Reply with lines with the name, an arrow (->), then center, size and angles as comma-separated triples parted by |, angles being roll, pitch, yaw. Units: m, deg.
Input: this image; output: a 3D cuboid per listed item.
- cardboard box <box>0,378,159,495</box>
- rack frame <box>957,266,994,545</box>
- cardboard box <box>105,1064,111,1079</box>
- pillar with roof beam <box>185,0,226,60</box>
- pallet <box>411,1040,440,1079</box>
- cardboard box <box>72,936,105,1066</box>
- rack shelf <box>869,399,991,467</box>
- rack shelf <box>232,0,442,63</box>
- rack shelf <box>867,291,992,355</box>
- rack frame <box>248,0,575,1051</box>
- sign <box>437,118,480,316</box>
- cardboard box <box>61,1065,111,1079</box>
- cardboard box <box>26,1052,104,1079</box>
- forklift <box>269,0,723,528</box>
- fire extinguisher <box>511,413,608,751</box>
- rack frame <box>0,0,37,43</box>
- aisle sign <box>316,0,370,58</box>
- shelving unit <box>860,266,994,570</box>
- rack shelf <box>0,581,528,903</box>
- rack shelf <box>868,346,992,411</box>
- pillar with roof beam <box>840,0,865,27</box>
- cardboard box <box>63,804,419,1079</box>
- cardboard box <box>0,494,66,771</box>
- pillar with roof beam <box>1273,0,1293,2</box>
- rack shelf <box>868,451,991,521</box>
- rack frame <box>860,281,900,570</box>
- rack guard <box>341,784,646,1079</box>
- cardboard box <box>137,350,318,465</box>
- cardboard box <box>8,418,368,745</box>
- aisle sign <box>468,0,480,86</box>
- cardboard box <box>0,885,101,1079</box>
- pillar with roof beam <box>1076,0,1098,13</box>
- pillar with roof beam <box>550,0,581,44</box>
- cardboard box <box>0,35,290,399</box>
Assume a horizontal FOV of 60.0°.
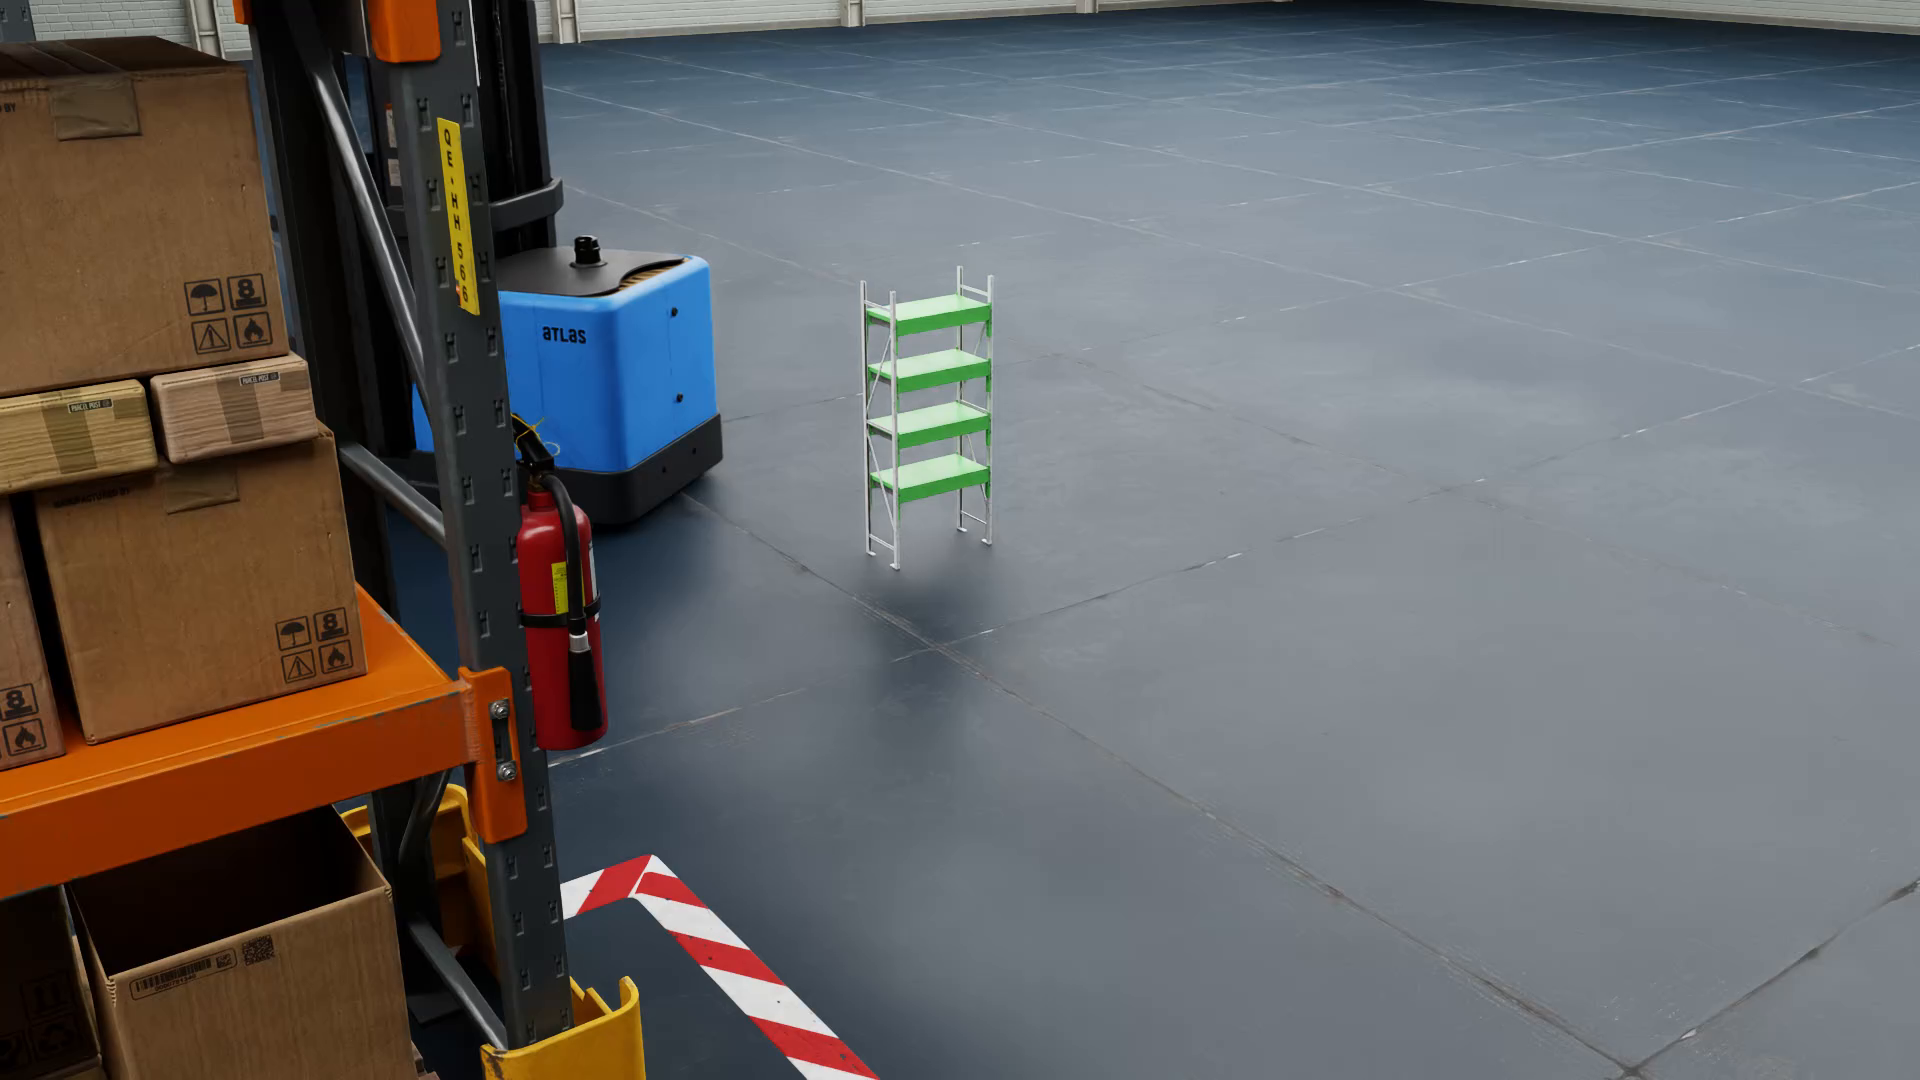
cardboard box -> -1.578, -0.222, 2.896 | 0.250, 0.149, 0.380 | -14, 26, -32
rack frame -> 0.064, -0.574, 7.217 | 0.015, 1.200, 0.240 | -15, 26, -33
cardboard box -> -1.430, 1.215, 3.447 | 0.500, 0.250, 0.500 | -15, 26, -33
pillar with roof beam -> -9.346, -10.437, 21.410 | 0.400, 9.000, 9.100 | -15, 26, -33
pallet -> -1.764, 1.401, 3.599 | 1.213, 0.211, 1.003 | -15, 26, -33
cardboard box -> -1.733, 1.059, 3.838 | 0.500, 0.250, 0.500 | -15, 26, -33
rack shelf -> -0.134, -0.462, 7.108 | 0.480, 0.148, 0.258 | -15, 26, -33
rack shelf -> -2.791, -0.698, 2.022 | 4.000, 0.370, 1.077 | -15, 26, -33
rack shelf -> -0.134, -0.908, 6.930 | 0.480, 0.148, 0.258 | -15, 26, -33
rack frame -> -1.167, -0.072, 3.529 | 0.127, 3.000, 1.000 | -15, 26, -33
sign -> -0.862, -0.553, 2.854 | 0.005, 0.325, 0.100 | -15, 26, -33
cardboard box -> -1.829, 1.327, 3.167 | 0.500, 0.250, 0.500 | -15, 26, -33
cardboard box -> -2.136, 1.169, 3.564 | 0.500, 0.250, 0.500 | -15, 26, -33
forklift -> -2.744, -1.716, 7.741 | 3.031, 2.935, 1.130 | 7, 23, 17
fire extinguisher -> -0.800, 0.078, 3.257 | 0.183, 0.674, 0.296 | -15, 26, -33
rack frame -> -4.057, -1.563, 7.265 | 0.127, 3.000, 1.000 | -15, 26, -33
aisle sign -> -1.293, -1.386, 3.314 | 0.004, 0.787, 0.394 | -15, 26, -33
shelving unit -> -0.134, -0.521, 7.084 | 0.503, 1.200, 0.258 | -15, 26, -33
rack shelf -> -2.791, 0.695, 2.577 | 4.000, 0.370, 1.077 | -15, 26, -33
rack shelf -> -0.134, -0.685, 7.019 | 0.480, 0.148, 0.258 | -15, 26, -33
pillar with roof beam -> 0.395, -13.035, 27.919 | 0.400, 9.000, 9.100 | -15, 26, -33
cardboard box -> -1.429, 0.868, 3.307 | 0.500, 0.500, 0.500 | -15, 26, -33
cardboard box -> -1.977, 0.094, 2.978 | 0.500, 0.500, 0.700 | -14, 26, -31
pillar with roof beam -> 10.136, -15.632, 34.429 | 0.400, 9.000, 9.100 | -15, 26, -33
rack shelf -> -0.134, -0.239, 7.197 | 0.480, 0.148, 0.258 | -15, 26, -33
rack frame -> -0.332, -0.469, 6.952 | 0.015, 1.200, 0.240 | -15, 26, -33
rack guard -> -1.148, 1.084, 4.005 | 0.348, 0.500, 1.175 | -15, 26, -33
cardboard box -> -1.366, -0.279, 3.039 | 0.250, 0.149, 0.380 | -15, 26, -34
cardboard box -> -1.554, -0.021, 3.267 | 0.500, 0.500, 0.700 | -15, 26, -33
aisle sign -> -0.942, -1.205, 2.861 | 0.004, 0.787, 0.394 | -15, 26, -33
cardboard box -> -2.137, 0.820, 3.426 | 0.500, 0.500, 0.500 | -15, 26, -33
pillar with roof beam -> 5.265, -14.333, 31.174 | 0.400, 9.000, 9.100 | -15, 26, -33
pillar with roof beam -> -4.476, -11.736, 24.665 | 0.400, 9.000, 9.100 | -15, 26, -33
cardboard box -> -1.597, -0.612, 2.998 | 0.500, 0.500, 0.700 | -15, 26, -33
